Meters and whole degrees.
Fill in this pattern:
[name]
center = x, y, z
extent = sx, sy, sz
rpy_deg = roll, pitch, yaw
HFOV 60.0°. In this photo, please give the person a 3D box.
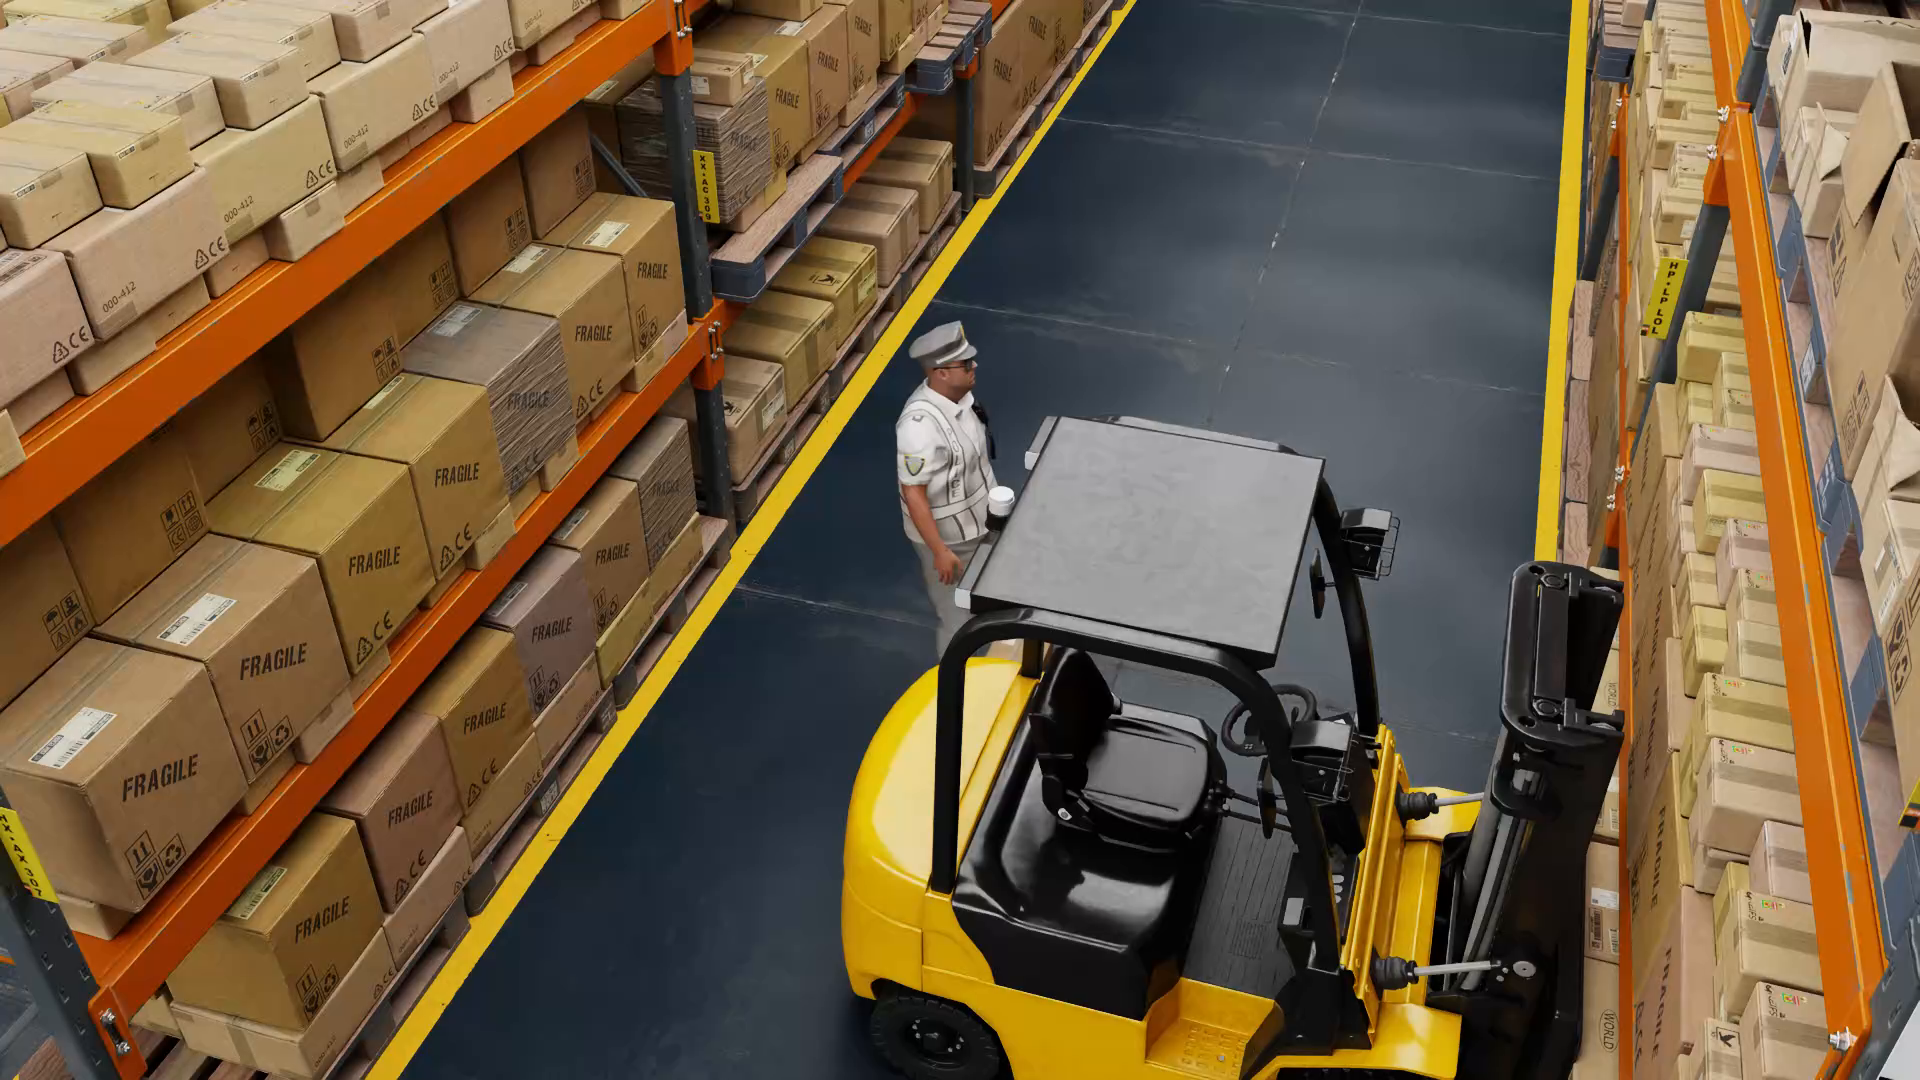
[person]
center = 0.047, -0.072, 6.942
extent = 0.575, 1.781, 0.640
rpy_deg = 11, 38, 14
